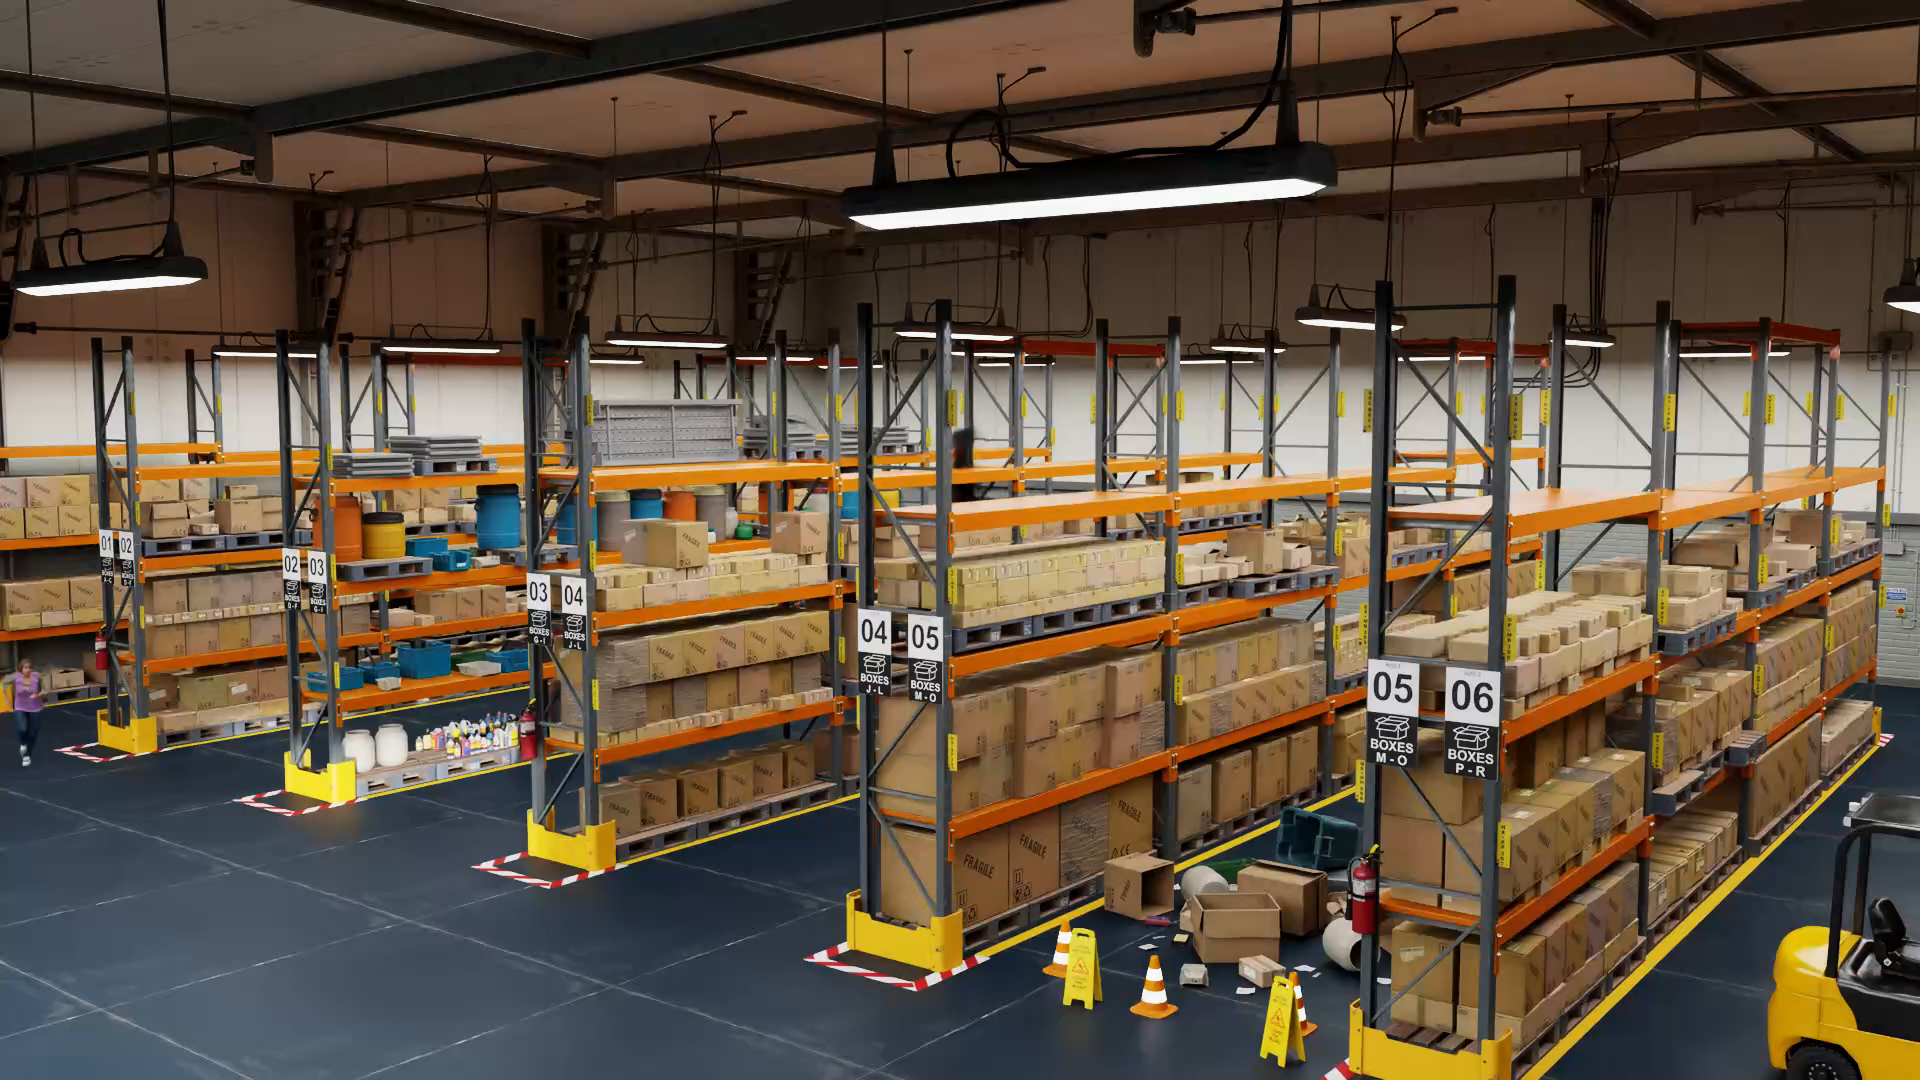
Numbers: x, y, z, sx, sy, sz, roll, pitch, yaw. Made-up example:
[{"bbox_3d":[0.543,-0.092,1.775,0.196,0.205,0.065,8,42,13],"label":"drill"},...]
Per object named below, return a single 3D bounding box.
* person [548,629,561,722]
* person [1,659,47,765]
[{"bbox_3d":[-6.249,2.086,25.999,0.939,1.643,0.574,-5,7,-44],"label":"person"},{"bbox_3d":[-12.978,2.410,23.099,0.543,1.496,0.723,-3,6,-33],"label":"person"}]
